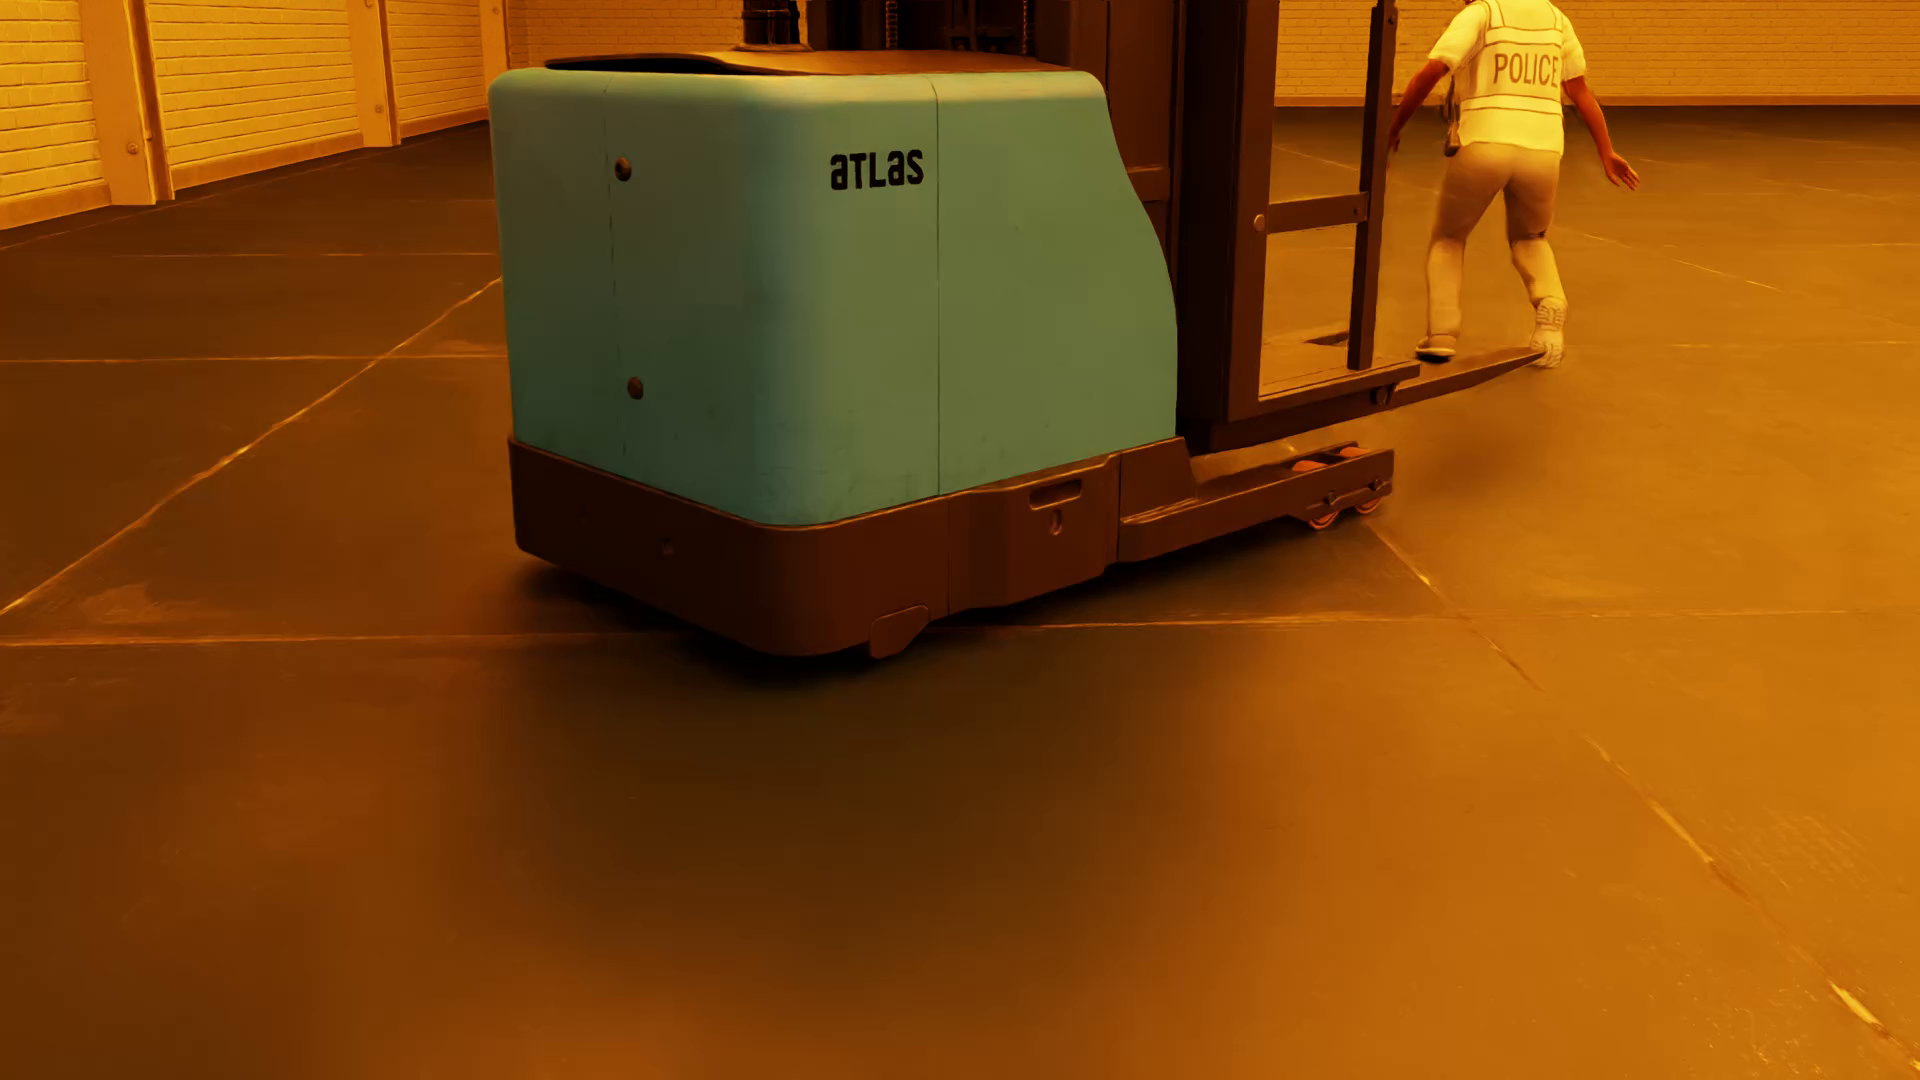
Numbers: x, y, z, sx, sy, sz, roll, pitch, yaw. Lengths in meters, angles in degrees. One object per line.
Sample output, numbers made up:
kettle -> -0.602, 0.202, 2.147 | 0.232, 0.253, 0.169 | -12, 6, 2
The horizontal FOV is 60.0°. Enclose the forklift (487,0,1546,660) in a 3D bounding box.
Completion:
forklift -> 0.441, -1.525, 3.894 | 3.031, 2.935, 1.130 | -15, 23, -41

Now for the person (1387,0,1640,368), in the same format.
person -> 1.959, -1.360, 5.904 | 0.876, 1.502, 0.540 | -1, 17, -5
